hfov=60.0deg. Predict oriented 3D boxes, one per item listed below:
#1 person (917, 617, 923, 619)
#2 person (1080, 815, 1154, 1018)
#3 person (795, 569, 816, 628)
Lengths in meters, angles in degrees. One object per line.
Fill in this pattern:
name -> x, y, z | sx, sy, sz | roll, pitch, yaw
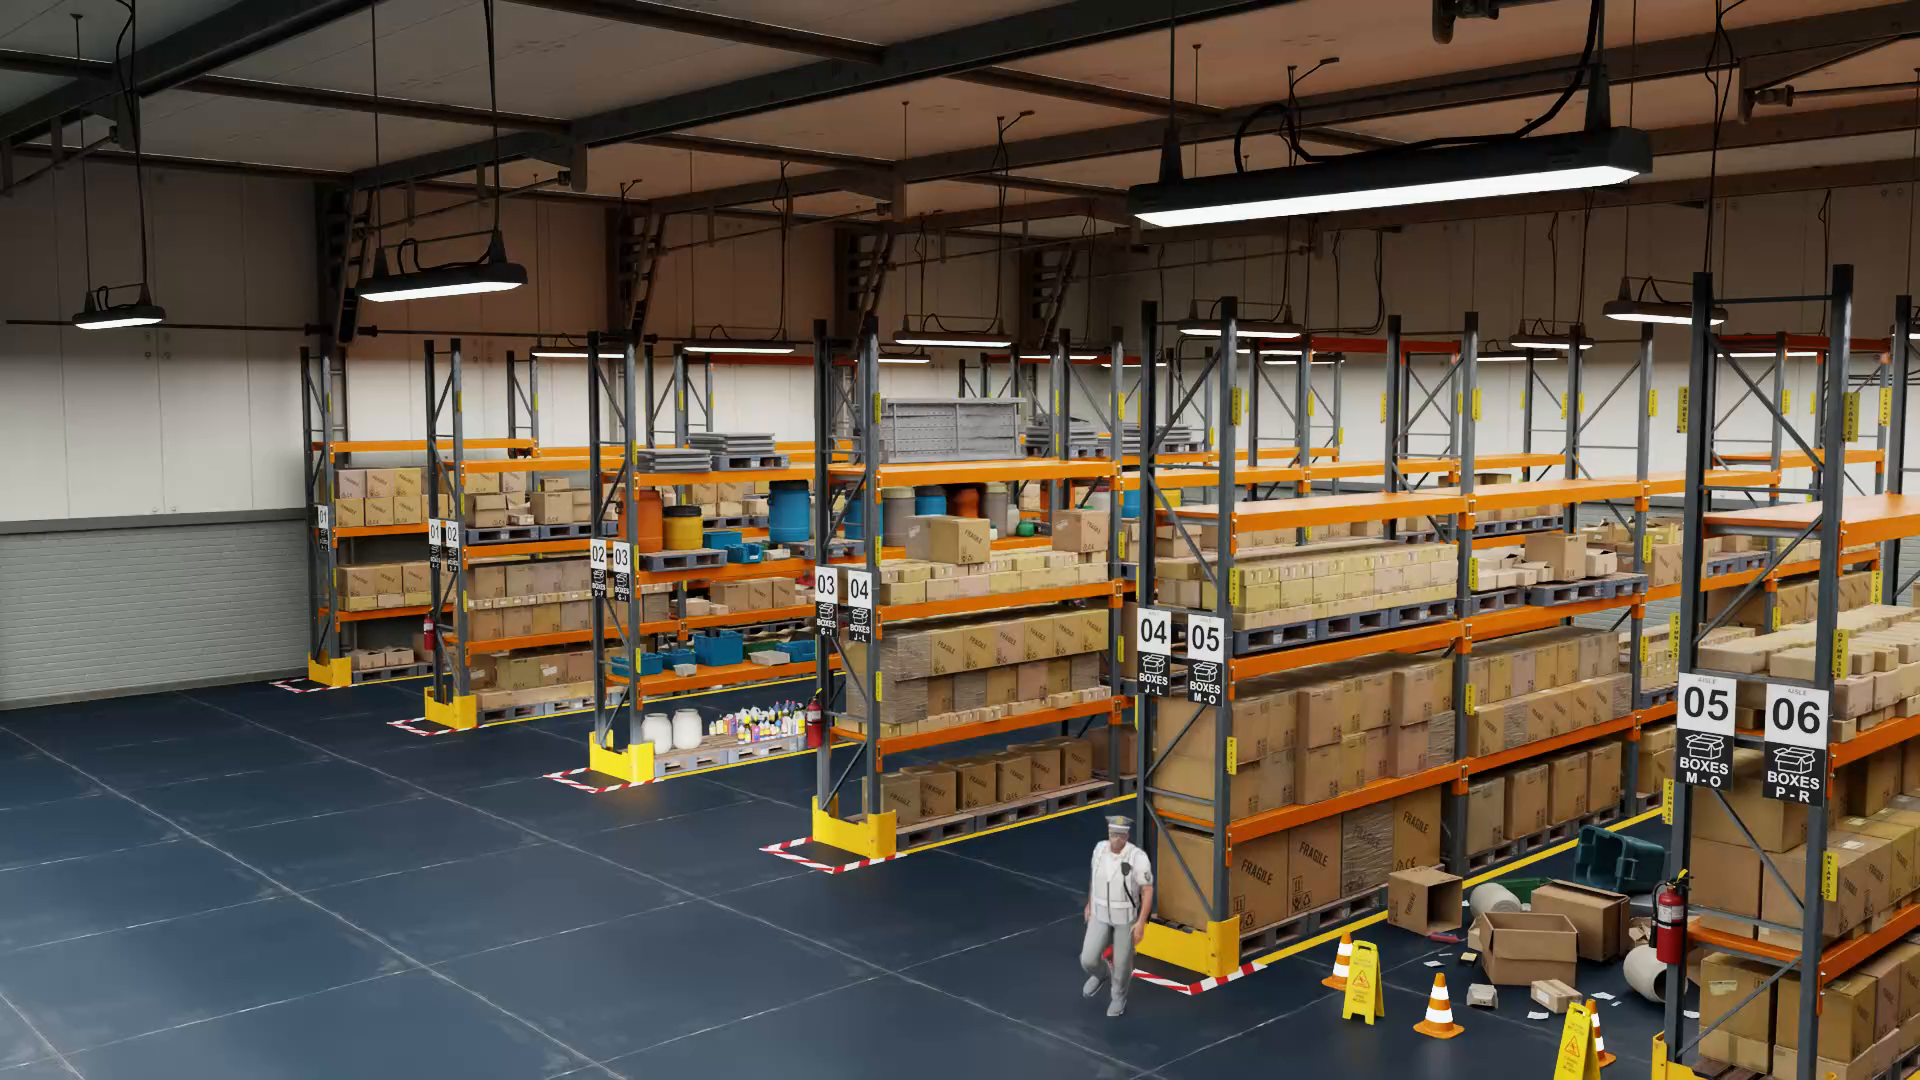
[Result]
person -> -0.836, 1.490, 29.643 | 0.579, 1.597, 0.690 | 3, 6, 32
person -> 1.299, 3.097, 13.756 | 0.665, 1.746, 0.589 | 2, 5, 21
person -> -3.019, 1.336, 33.881 | 0.639, 1.704, 0.844 | 3, 6, 29
